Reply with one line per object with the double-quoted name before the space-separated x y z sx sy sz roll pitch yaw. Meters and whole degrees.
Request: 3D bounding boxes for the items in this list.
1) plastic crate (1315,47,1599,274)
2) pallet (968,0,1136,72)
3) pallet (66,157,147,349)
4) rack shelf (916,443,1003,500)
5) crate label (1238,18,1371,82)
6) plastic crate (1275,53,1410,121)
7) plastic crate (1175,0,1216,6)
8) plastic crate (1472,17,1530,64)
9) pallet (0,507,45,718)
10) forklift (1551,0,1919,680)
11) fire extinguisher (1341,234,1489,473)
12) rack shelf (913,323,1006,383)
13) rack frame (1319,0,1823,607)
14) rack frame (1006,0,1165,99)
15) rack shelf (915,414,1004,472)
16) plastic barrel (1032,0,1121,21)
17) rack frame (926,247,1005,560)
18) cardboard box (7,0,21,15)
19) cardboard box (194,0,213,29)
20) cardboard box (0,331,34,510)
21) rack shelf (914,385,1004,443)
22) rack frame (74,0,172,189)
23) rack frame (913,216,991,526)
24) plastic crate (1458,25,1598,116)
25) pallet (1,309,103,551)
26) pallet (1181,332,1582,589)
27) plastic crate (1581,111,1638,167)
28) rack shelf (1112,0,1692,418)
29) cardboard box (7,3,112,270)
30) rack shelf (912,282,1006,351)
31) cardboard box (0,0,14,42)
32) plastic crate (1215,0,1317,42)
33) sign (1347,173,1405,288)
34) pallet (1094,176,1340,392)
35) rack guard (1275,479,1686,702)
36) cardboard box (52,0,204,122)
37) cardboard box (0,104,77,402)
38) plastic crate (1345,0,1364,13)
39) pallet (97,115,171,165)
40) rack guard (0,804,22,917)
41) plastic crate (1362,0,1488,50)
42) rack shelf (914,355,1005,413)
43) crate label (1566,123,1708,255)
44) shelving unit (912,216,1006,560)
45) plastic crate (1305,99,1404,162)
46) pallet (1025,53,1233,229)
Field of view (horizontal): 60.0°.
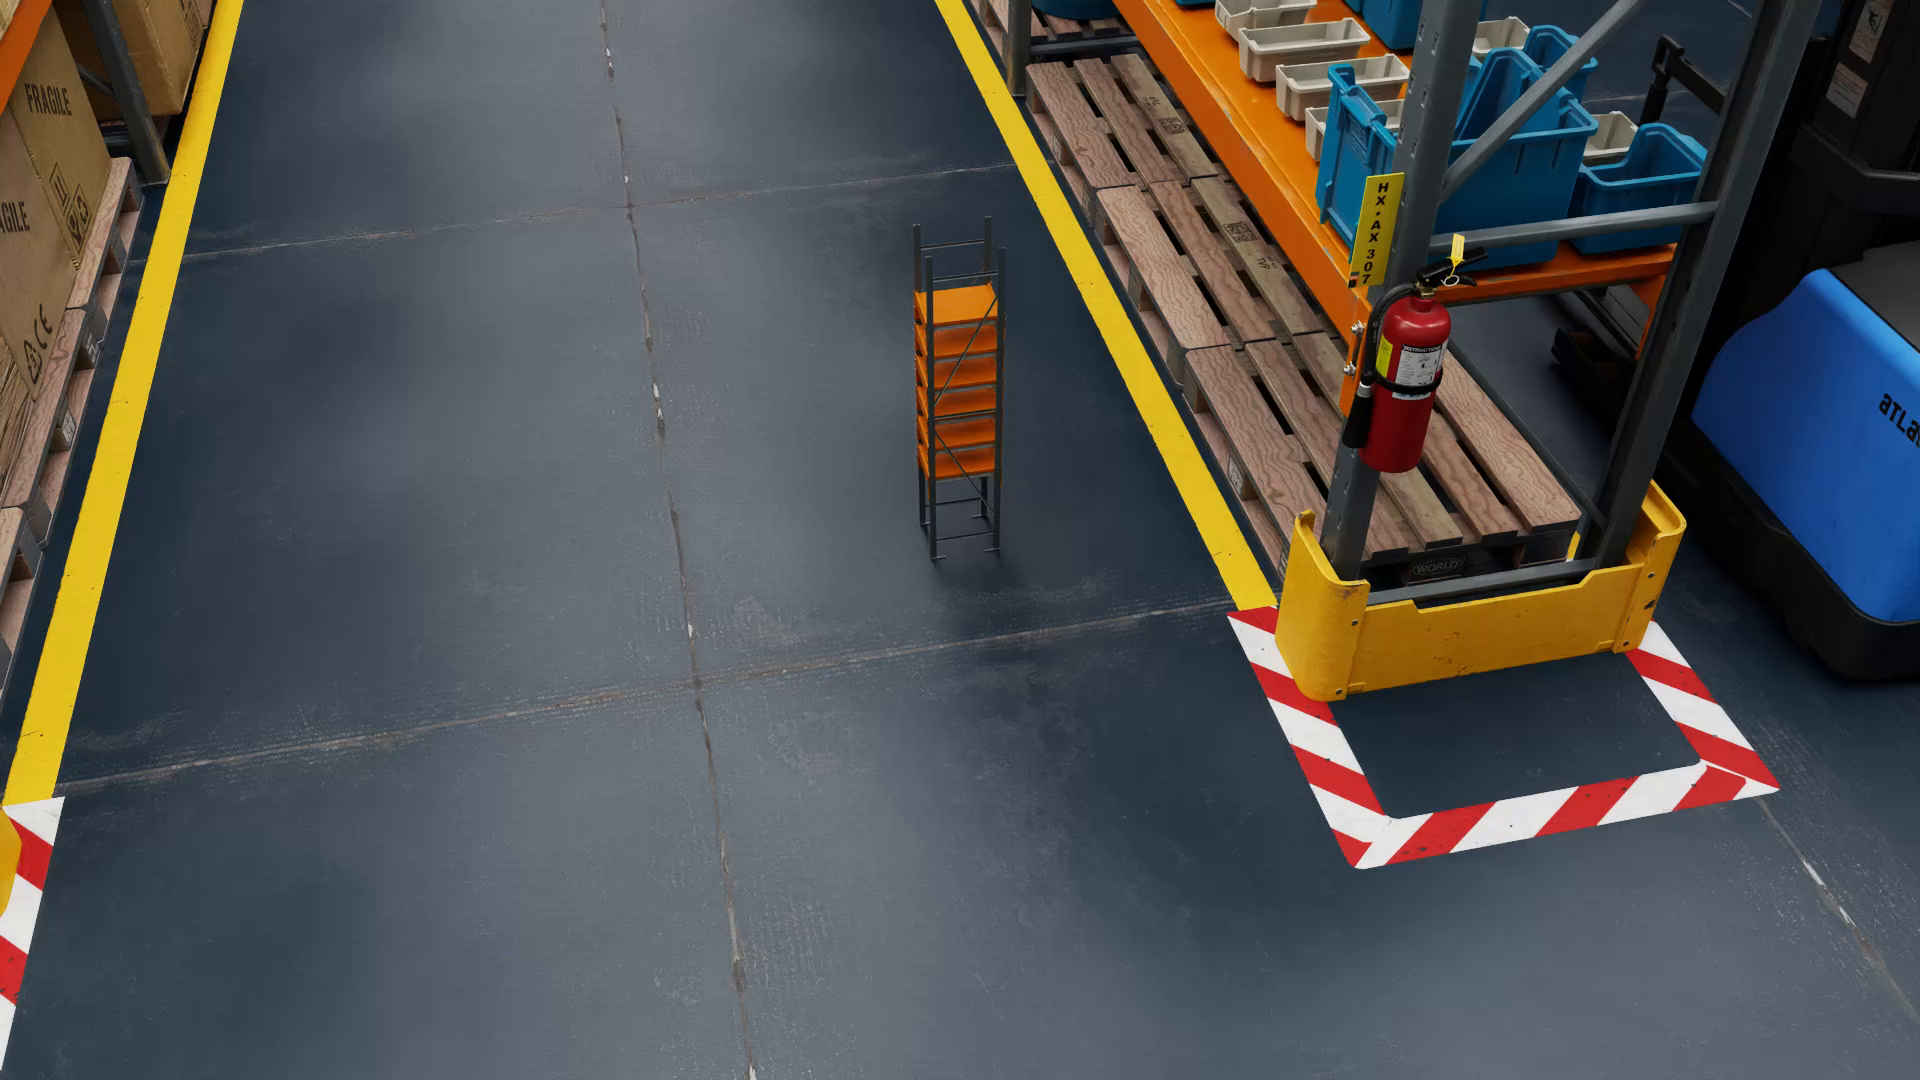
"plastic crate" 1.342 -1.043 4.594 0.616 0.435 0.499 -8 42 -9
"pallet" 0.607 -2.873 8.828 1.003 0.211 1.213 -8 42 -9
"pallet" -4.015 -1.153 6.890 1.003 0.211 1.213 -8 42 -9
"rack shelf" -0.003 -0.245 5.551 0.258 0.103 0.180 -8 42 -9
"crate label" 1.111 -1.610 5.458 0.396 0.136 0.243 -8 42 -9
"plastic crate" 1.195 -1.433 5.259 0.396 0.136 0.243 -8 42 -9
"plastic crate" 0.903 -2.071 5.905 0.416 0.233 0.300 -8 42 -9
"plastic crate" 1.730 -1.607 5.455 0.250 0.136 0.298 -8 42 -9
"pallet" -3.489 0.429 5.108 1.003 0.211 1.213 -8 42 -9
"forklift" 2.936 -1.649 5.400 1.130 2.935 3.031 -8 42 -9
"fire extinguisher" 1.185 -0.486 4.377 0.296 0.674 0.183 -8 42 -9
"rack shelf" -0.003 -0.604 5.232 0.258 0.103 0.180 -8 42 -9
"rack frame" 1.597 -0.817 4.411 1.000 3.000 0.127 -8 42 -9
"rack frame" 0.733 -3.410 7.332 1.000 3.000 0.127 -8 42 -9
"rack shelf" -0.003 -0.335 5.471 0.258 0.103 0.180 -8 42 -9
"plastic barrel" 0.632 -3.137 8.289 0.600 0.901 0.708 -8 42 -9
"rack frame" 0.017 -0.399 5.295 0.240 1.200 0.006 -8 42 -9
"cardboard box" -3.551 -1.955 5.883 0.380 0.149 0.250 -8 42 -8
"cardboard box" -4.454 -3.054 8.215 1.225 0.875 0.875 -10 43 -11
"cardboard box" -3.652 -0.463 5.296 0.875 0.875 0.875 -8 42 -9
"rack shelf" -0.003 -0.425 5.392 0.258 0.103 0.180 -8 42 -9
"rack frame" -4.103 -2.700 6.532 1.000 3.000 0.127 -8 42 -9
"rack frame" -0.023 -0.517 5.429 0.240 1.200 0.006 -8 42 -9
"plastic crate" 1.723 -1.411 5.161 0.416 0.233 0.300 -8 42 -9
"pallet" -3.749 -0.361 5.997 1.003 0.211 1.213 -8 42 -9
"pallet" 1.456 -0.314 5.945 1.003 0.211 1.213 -8 42 -9
"plastic crate" 1.876 -1.168 4.959 0.250 0.136 0.298 -8 42 -9
"rack shelf" 1.165 -1.844 6.110 1.077 0.370 4.000 -8 42 -9
"cardboard box" -4.039 -1.623 6.603 0.875 0.875 0.875 -8 42 -9
"rack shelf" -0.003 -0.694 5.153 0.258 0.103 0.180 -8 42 -9
"cardboard box" -3.495 -1.788 5.694 0.380 0.149 0.250 -8 42 -8
"plastic crate" 1.029 -1.800 5.671 0.298 0.136 0.250 -8 42 -9
"sign" 1.063 -0.789 4.256 0.100 0.325 0.005 -8 42 -9
"pallet" 1.197 -1.103 6.834 1.003 0.211 1.213 -8 42 -9
"rack guard" 1.614 0.132 5.225 1.175 0.500 0.348 -8 42 -9
"cardboard box" -4.261 -2.475 7.562 1.225 0.875 0.875 -8 42 -9
"cardboard box" -3.844 -1.040 5.946 0.875 0.875 0.875 -8 42 -9
"plastic crate" 1.516 -2.032 5.861 0.416 0.233 0.300 -8 42 -9
"pallet" -4.343 -2.147 8.009 1.003 0.211 1.213 -8 42 -9
"rack guard" -3.235 0.843 4.424 1.175 0.500 0.348 -8 42 -9
"plastic crate" 1.580 -1.837 5.641 0.416 0.233 0.300 -8 42 -9
"rack shelf" -0.003 -0.515 5.312 0.258 0.103 0.180 -8 42 -9
"crate label" 1.865 -0.984 4.680 0.416 0.233 0.303 -8 42 -9
"shelving unit" -0.003 -0.458 5.362 0.258 1.200 0.189 -8 42 -9
"plastic crate" 1.244 -1.243 5.045 0.396 0.136 0.243 -8 42 -9
"pallet" 0.930 -1.896 7.727 1.003 0.211 1.213 -8 42 -9
